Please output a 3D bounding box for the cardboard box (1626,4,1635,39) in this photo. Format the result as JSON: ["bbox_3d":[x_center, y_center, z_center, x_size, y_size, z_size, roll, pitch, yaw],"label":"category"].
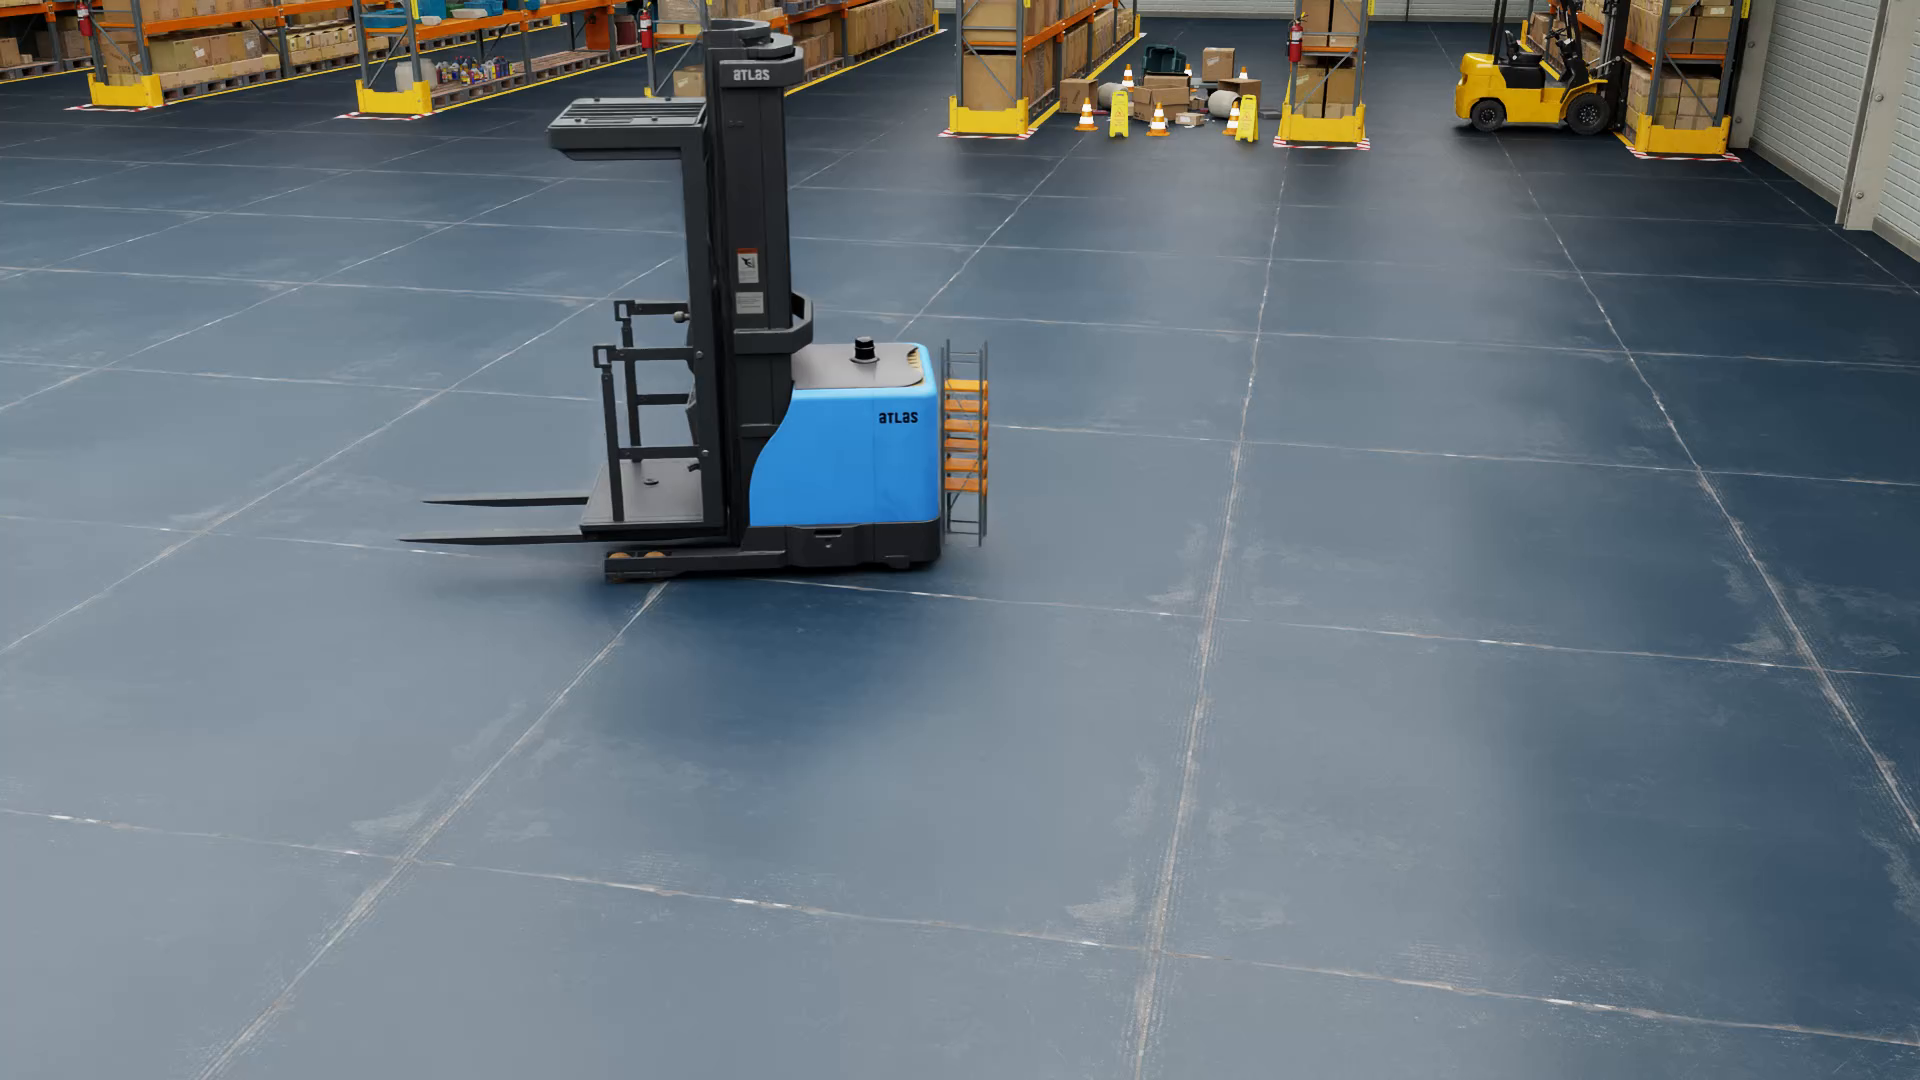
[{"bbox_3d":[10.446,-7.883,25.279,0.500,0.500,0.500,4,22,10],"label":"cardboard box"}]

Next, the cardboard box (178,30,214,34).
[{"bbox_3d":[-13.879,-9.001,30.303,0.500,0.500,0.500,4,22,11],"label":"cardboard box"}]

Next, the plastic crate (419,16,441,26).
[{"bbox_3d":[-8.745,-8.584,27.505,0.298,0.136,0.250,4,22,11],"label":"plastic crate"}]

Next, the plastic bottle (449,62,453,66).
[{"bbox_3d":[-9.110,-8.421,29.794,0.061,0.283,0.133,5,23,13],"label":"plastic bottle"}]

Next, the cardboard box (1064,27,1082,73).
[{"bbox_3d":[1.687,-9.152,31.012,1.050,0.750,0.750,5,22,12],"label":"cardboard box"}]

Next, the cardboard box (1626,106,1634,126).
[{"bbox_3d":[10.065,-6.190,24.326,0.500,0.250,0.500,4,22,11],"label":"cardboard box"}]

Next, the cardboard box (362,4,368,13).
[{"bbox_3d":[-15.721,-13.782,42.843,0.700,0.500,0.500,4,22,11],"label":"cardboard box"}]

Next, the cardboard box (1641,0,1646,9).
[{"bbox_3d":[10.202,-7.860,24.352,0.380,0.149,0.250,5,22,11],"label":"cardboard box"}]

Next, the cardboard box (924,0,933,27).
[{"bbox_3d":[-1.181,-12.847,40.018,0.875,0.875,0.875,4,22,11],"label":"cardboard box"}]

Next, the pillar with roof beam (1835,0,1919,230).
[{"bbox_3d":[5.754,-7.996,17.662,9.100,9.000,0.400,4,22,11],"label":"pillar with roof beam"}]

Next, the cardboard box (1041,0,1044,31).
[{"bbox_3d":[0.869,-8.415,26.531,0.875,0.550,0.500,4,22,11],"label":"cardboard box"}]

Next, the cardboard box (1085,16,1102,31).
[{"bbox_3d":[2.555,-10.339,33.290,0.500,0.250,0.500,4,22,10],"label":"cardboard box"}]

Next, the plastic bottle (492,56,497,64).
[{"bbox_3d":[-8.416,-8.595,30.137,0.144,0.351,0.185,4,22,11],"label":"plastic bottle"}]

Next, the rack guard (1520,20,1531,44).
[{"bbox_3d":[13.417,-11.558,37.882,1.175,0.500,0.348,4,22,11],"label":"rack guard"}]

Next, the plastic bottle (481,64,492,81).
[{"bbox_3d":[-8.417,-8.302,29.509,0.152,0.276,0.135,5,22,12],"label":"plastic bottle"}]

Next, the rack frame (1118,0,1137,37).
[{"bbox_3d":[3.706,-13.462,39.265,1.000,3.000,0.127,4,22,11],"label":"rack frame"}]

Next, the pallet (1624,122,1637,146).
[{"bbox_3d":[10.283,-5.883,24.178,1.003,0.211,1.213,4,22,11],"label":"pallet"}]

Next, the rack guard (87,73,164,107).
[{"bbox_3d":[-14.095,-7.614,28.090,1.175,0.500,0.348,4,22,11],"label":"rack guard"}]

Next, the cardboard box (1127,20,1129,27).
[{"bbox_3d":[3.681,-11.877,38.186,0.380,0.149,0.250,5,22,12],"label":"cardboard box"}]

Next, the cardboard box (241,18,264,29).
[{"bbox_3d":[-16.676,-12.172,38.377,0.750,0.750,0.750,5,23,13],"label":"cardboard box"}]

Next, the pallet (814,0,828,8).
[{"bbox_3d":[-3.125,-10.136,31.262,1.003,0.211,1.213,4,22,11],"label":"pallet"}]

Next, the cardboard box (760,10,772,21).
[{"bbox_3d":[-3.445,-8.994,28.506,0.380,0.149,0.250,4,22,11],"label":"cardboard box"}]

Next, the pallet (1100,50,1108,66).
[{"bbox_3d":[2.486,-9.974,34.335,1.003,0.211,1.213,4,22,11],"label":"pallet"}]

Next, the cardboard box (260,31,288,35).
[{"bbox_3d":[-13.372,-9.786,32.503,0.500,0.311,0.500,5,22,12],"label":"cardboard box"}]

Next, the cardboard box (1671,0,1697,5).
[{"bbox_3d":[10.035,-7.526,23.124,0.380,0.149,0.250,5,22,11],"label":"cardboard box"}]

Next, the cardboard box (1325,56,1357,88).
[{"bbox_3d":[6.061,-7.391,26.304,0.500,0.500,0.500,6,23,14],"label":"cardboard box"}]

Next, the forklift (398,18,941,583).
[{"bbox_3d":[-1.653,-1.325,9.221,3.031,2.935,1.130,-2,22,-4],"label":"forklift"}]

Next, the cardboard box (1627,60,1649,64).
[{"bbox_3d":[10.374,-7.217,25.539,0.500,0.250,0.500,5,23,13],"label":"cardboard box"}]

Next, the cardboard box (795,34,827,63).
[{"bbox_3d":[-2.979,-9.546,32.298,0.700,0.500,0.500,3,22,6],"label":"cardboard box"}]

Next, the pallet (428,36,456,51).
[{"bbox_3d":[-12.018,-11.130,37.206,1.003,0.211,1.213,4,22,11],"label":"pallet"}]

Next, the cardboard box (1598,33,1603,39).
[{"bbox_3d":[12.265,-9.515,31.378,0.380,0.149,0.250,5,22,12],"label":"cardboard box"}]

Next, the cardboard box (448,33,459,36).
[{"bbox_3d":[-11.674,-11.650,37.522,0.500,0.500,0.500,5,22,12],"label":"cardboard box"}]

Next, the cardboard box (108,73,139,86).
[{"bbox_3d":[-14.270,-7.920,28.623,0.500,0.250,0.500,4,22,11],"label":"cardboard box"}]

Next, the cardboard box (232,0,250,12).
[{"bbox_3d":[-13.460,-9.936,30.374,0.700,0.500,0.500,4,22,10],"label":"cardboard box"}]

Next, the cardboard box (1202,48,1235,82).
[{"bbox_3d":[4.376,-8.050,28.158,0.500,0.500,0.500,4,22,11],"label":"cardboard box"}]

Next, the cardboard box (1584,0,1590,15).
[{"bbox_3d":[11.363,-9.422,29.435,0.500,0.250,0.500,4,22,10],"label":"cardboard box"}]

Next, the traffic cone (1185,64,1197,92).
[{"bbox_3d":[4.087,-8.299,29.841,0.336,0.463,0.334,4,22,11],"label":"traffic cone"}]

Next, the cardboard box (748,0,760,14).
[{"bbox_3d":[-3.869,-9.143,28.007,0.875,0.500,0.500,4,22,11],"label":"cardboard box"}]

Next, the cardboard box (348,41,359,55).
[{"bbox_3d":[-12.534,-10.044,33.896,0.500,0.250,0.500,5,22,12],"label":"cardboard box"}]

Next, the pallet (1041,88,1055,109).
[{"bbox_3d":[1.026,-7.508,28.214,1.003,0.211,1.213,4,22,11],"label":"pallet"}]

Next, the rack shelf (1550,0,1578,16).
[{"bbox_3d":[12.209,-10.217,32.170,1.077,0.370,4.000,4,22,11],"label":"rack shelf"}]

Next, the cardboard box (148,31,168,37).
[{"bbox_3d":[-17.404,-10.862,35.565,0.700,0.500,0.500,5,22,12],"label":"cardboard box"}]

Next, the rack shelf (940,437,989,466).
[{"bbox_3d":[0.025,-0.513,9.639,0.258,0.103,0.180,4,22,9],"label":"rack shelf"}]

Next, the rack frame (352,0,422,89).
[{"bbox_3d":[-9.242,-8.403,26.704,1.000,3.000,0.127,4,22,11],"label":"rack frame"}]

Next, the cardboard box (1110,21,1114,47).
[{"bbox_3d":[2.986,-10.745,35.302,0.500,0.500,0.500,4,22,10],"label":"cardboard box"}]

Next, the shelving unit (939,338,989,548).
[{"bbox_3d":[0.025,-0.554,9.623,0.258,1.200,0.189,4,22,9],"label":"shelving unit"}]

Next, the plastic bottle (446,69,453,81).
[{"bbox_3d":[-9.033,-8.223,29.413,0.097,0.201,0.097,0,22,0],"label":"plastic bottle"}]

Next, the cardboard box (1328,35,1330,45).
[{"bbox_3d":[5.618,-7.356,24.439,0.380,0.149,0.250,5,22,12],"label":"cardboard box"}]

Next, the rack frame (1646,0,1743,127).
[{"bbox_3d":[10.168,-6.893,22.955,1.000,3.000,0.127,4,22,11],"label":"rack frame"}]

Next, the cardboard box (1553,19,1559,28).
[{"bbox_3d":[12.283,-10.507,33.844,0.380,0.149,0.250,6,23,13],"label":"cardboard box"}]

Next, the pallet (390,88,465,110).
[{"bbox_3d":[-9.102,-7.438,28.040,1.003,0.211,1.213,4,22,11],"label":"pallet"}]

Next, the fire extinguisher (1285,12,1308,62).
[{"bbox_3d":[4.834,-7.228,23.889,0.296,0.674,0.183,4,22,11],"label":"fire extinguisher"}]

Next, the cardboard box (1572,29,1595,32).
[{"bbox_3d":[11.874,-9.644,31.699,0.380,0.149,0.250,5,22,12],"label":"cardboard box"}]
